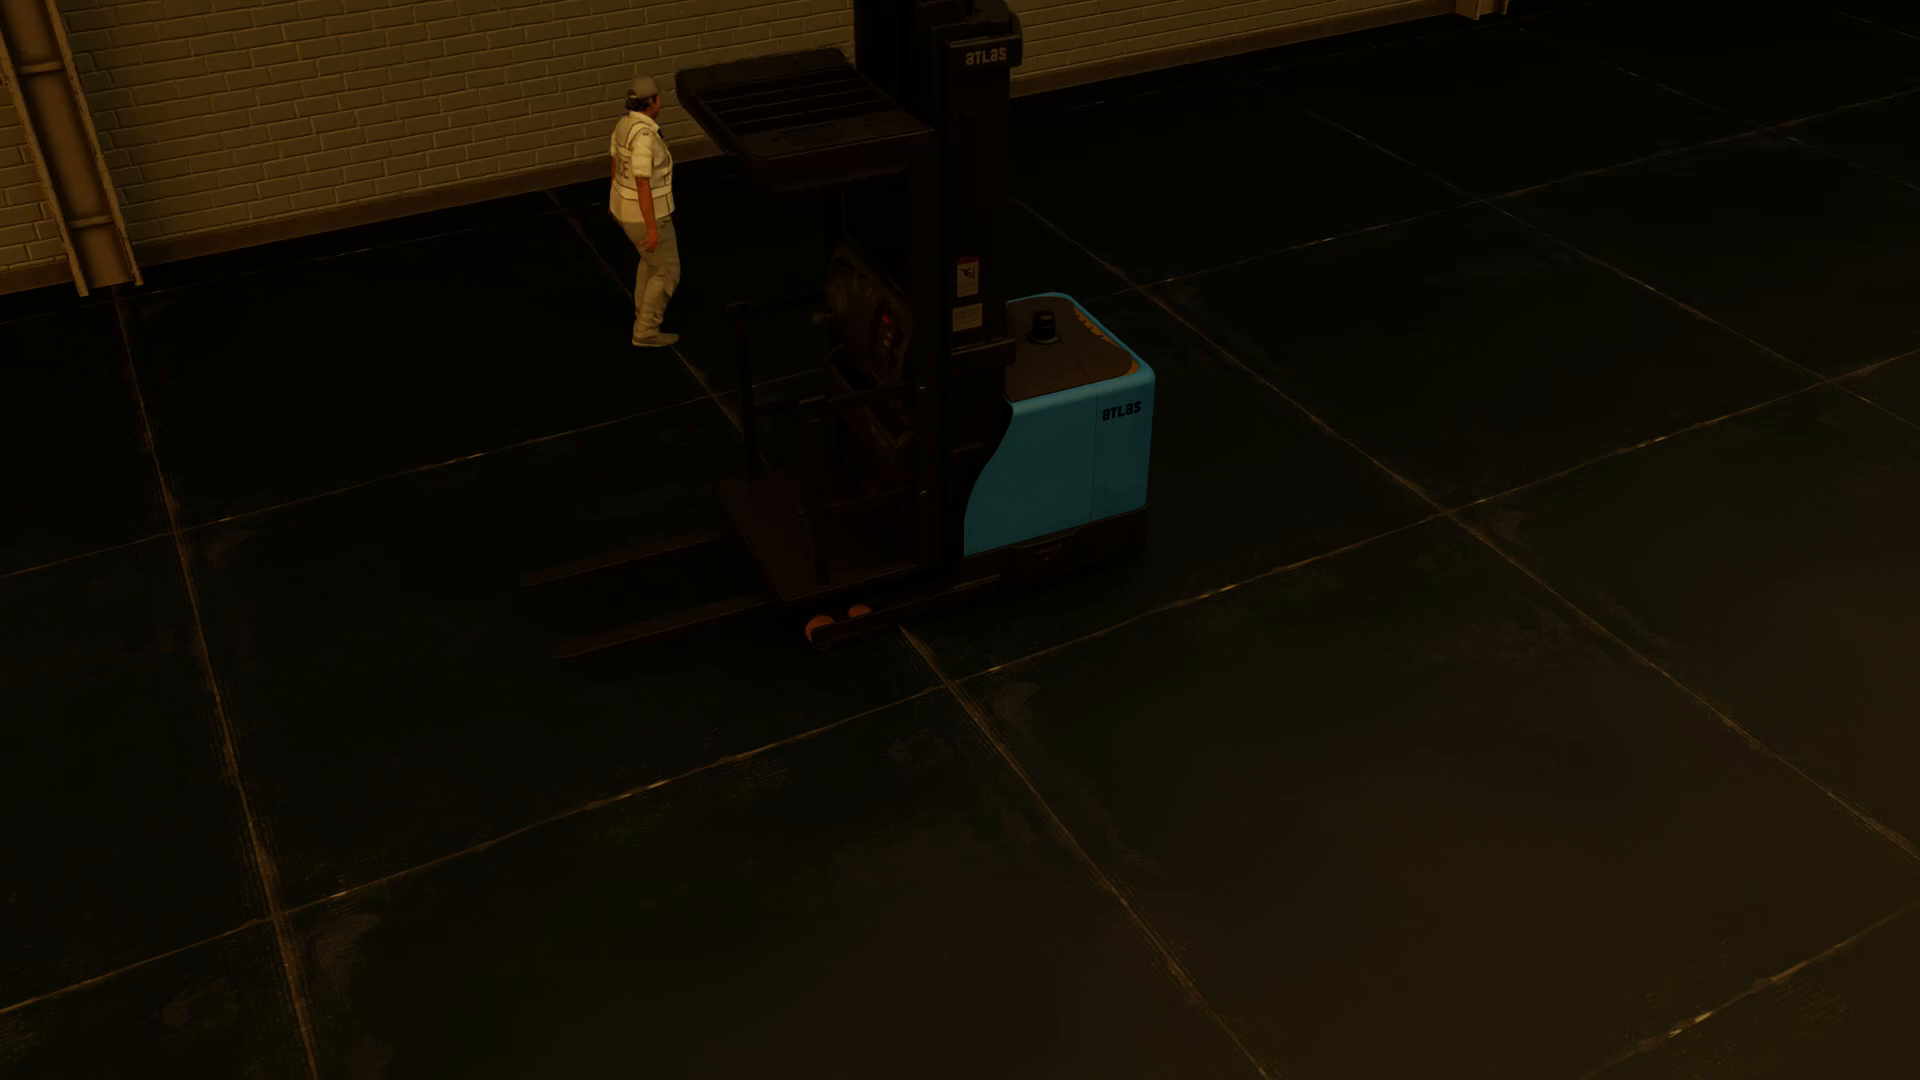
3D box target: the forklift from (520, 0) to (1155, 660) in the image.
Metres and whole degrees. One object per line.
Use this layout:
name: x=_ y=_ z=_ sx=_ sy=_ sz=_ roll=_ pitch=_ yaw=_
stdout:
forklift: x=-0.606 y=-1.020 z=7.566 sx=3.031 sy=2.935 sz=1.130 roll=-15 pitch=38 yaw=-20

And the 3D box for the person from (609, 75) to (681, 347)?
person: x=-1.897 y=-2.001 z=10.105 sx=0.472 sy=1.636 sz=0.819 roll=-16 pitch=38 yaw=-21
